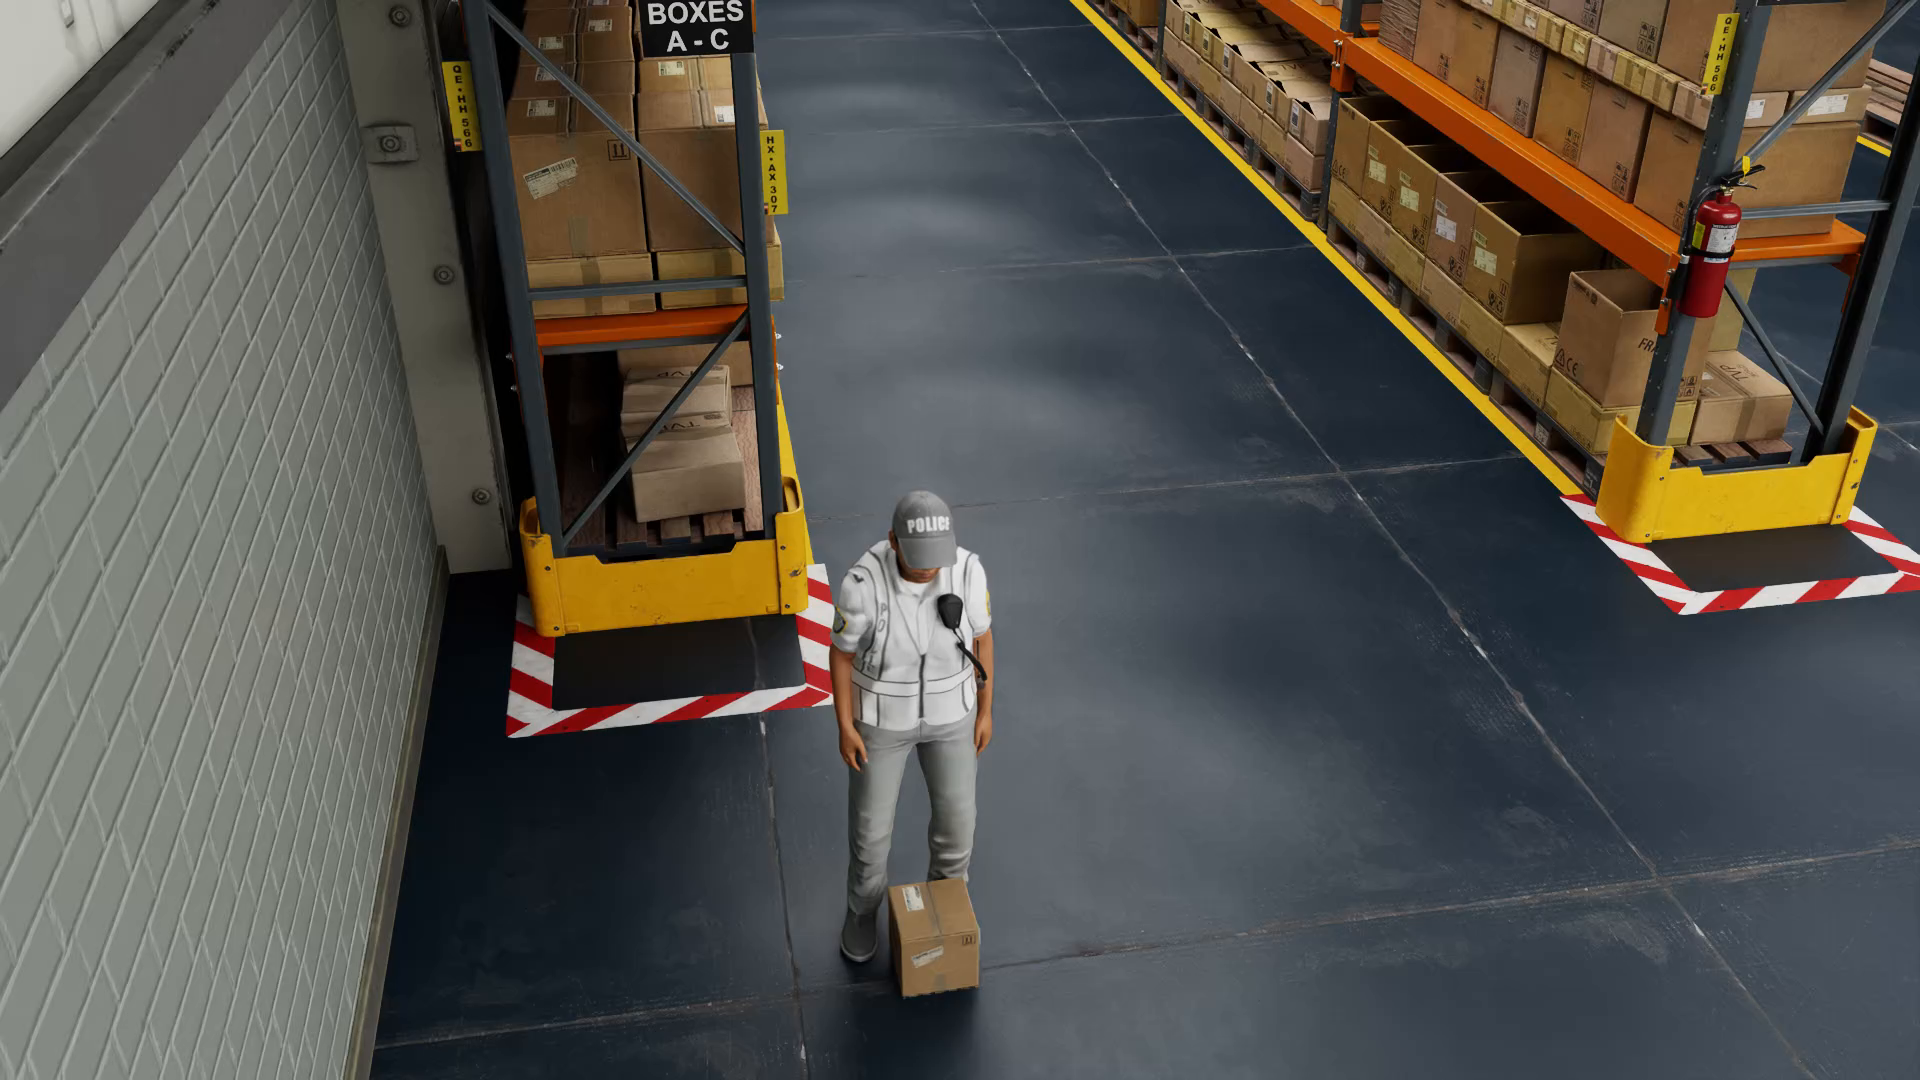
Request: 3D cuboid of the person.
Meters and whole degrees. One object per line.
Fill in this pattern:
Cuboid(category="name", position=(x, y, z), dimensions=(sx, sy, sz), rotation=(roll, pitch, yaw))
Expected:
Cuboid(category="person", position=(-0.148, 0.564, 5.181), dimensions=(0.538, 1.666, 0.461), rotation=(-6, 31, -11))
